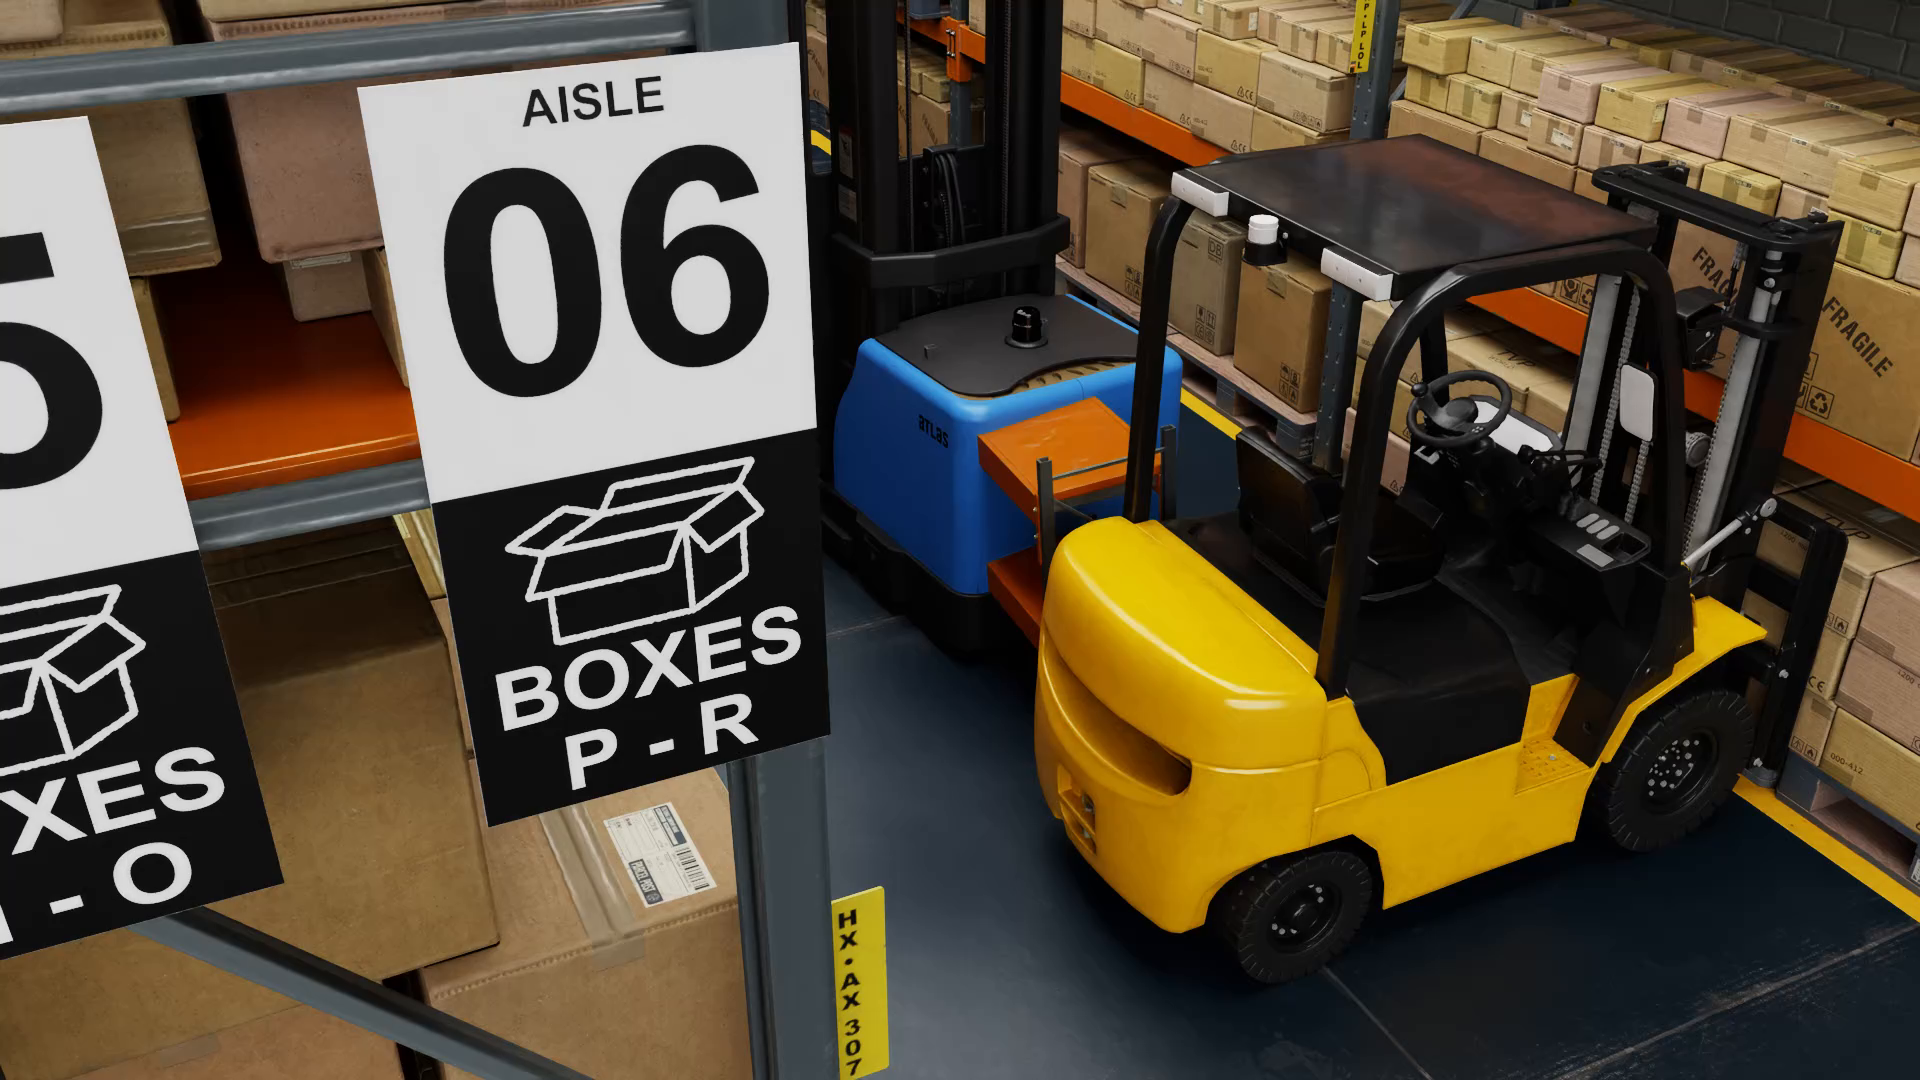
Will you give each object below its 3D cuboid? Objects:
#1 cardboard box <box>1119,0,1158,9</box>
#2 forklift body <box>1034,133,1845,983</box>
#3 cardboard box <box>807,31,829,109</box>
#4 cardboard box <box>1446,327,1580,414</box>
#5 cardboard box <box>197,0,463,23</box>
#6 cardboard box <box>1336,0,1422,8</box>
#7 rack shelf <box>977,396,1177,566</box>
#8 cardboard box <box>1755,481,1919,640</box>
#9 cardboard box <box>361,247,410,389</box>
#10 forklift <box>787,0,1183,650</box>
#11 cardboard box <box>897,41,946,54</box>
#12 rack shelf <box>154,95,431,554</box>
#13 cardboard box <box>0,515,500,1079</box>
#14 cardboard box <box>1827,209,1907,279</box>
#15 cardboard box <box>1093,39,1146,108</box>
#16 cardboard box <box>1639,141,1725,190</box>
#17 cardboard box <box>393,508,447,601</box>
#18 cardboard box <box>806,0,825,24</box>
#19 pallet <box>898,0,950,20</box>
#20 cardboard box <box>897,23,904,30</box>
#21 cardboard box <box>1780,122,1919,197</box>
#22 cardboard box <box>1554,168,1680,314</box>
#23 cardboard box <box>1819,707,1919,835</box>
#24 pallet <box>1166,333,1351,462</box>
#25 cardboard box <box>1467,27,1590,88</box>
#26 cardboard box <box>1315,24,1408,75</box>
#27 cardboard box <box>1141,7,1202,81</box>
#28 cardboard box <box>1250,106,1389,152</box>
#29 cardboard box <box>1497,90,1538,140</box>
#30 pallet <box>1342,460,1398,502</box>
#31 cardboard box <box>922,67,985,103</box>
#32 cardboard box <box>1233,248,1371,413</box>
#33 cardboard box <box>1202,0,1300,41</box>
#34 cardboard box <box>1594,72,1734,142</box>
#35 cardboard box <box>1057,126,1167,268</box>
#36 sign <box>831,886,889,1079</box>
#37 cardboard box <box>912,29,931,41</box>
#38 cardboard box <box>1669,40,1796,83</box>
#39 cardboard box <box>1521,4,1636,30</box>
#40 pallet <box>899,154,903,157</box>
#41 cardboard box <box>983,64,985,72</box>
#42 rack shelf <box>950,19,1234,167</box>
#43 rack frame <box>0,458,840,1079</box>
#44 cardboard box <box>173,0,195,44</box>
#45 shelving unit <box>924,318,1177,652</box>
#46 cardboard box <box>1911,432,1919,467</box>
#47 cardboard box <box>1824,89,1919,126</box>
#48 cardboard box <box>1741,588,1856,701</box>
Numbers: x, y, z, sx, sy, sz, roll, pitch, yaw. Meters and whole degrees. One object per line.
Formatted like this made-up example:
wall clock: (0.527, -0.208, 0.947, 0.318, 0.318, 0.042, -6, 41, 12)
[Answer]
cardboard box: (1.023, -2.806, 8.422, 0.380, 0.149, 0.250, -14, 32, -23)
forklift body: (1.385, -0.034, 5.111, 2.313, 2.155, 1.214, -13, 32, -22)
cardboard box: (-0.853, -3.628, 12.779, 0.500, 0.500, 0.500, -14, 32, -23)
cardboard box: (2.264, -0.629, 6.664, 0.500, 0.250, 0.500, -13, 32, -22)
cardboard box: (-0.603, -0.652, 1.721, 0.380, 0.149, 0.250, -13, 32, -22)
cardboard box: (1.998, -2.483, 7.846, 0.380, 0.149, 0.250, -13, 32, -22)
rack shelf: (0.311, -0.321, 6.035, 0.538, 0.278, 1.000, -15, 33, -17)
cardboard box: (2.917, 0.047, 5.458, 0.500, 0.250, 0.500, -13, 32, -21)
cardboard box: (-0.484, -0.319, 1.942, 0.380, 0.149, 0.250, -13, 32, -22)
forklift: (-0.326, -1.541, 7.001, 1.130, 2.935, 3.031, -17, 33, -27)
cardboard box: (-0.319, -3.390, 11.692, 0.380, 0.149, 0.250, -12, 31, -21)
rack shelf: (-1.494, -0.784, 3.249, 1.077, 0.370, 4.000, -13, 32, -22)
cardboard box: (-1.051, 0.305, 2.210, 0.700, 0.500, 0.500, -14, 32, -23)
cardboard box: (2.872, -0.932, 5.080, 0.380, 0.149, 0.250, -13, 32, -22)
cardboard box: (1.042, -2.492, 8.780, 0.500, 0.250, 0.500, -12, 31, -20)
cardboard box: (2.552, -1.275, 5.692, 0.380, 0.149, 0.250, -14, 32, -24)
cardboard box: (-1.033, 0.201, 3.419, 0.500, 0.500, 0.500, -14, 32, -23)
cardboard box: (-1.082, -4.195, 13.127, 0.380, 0.149, 0.250, -15, 33, -25)
pallet: (0.058, -3.684, 10.950, 1.213, 0.211, 1.003, -13, 32, -22)
cardboard box: (-0.632, -3.735, 12.307, 0.380, 0.149, 0.250, -13, 32, -22)
cardboard box: (2.839, -1.196, 5.247, 0.380, 0.149, 0.250, -13, 32, -21)
cardboard box: (2.541, -1.059, 5.970, 0.500, 0.500, 0.500, -13, 32, -22)
cardboard box: (3.154, 0.704, 5.310, 0.500, 0.250, 0.500, -13, 32, -22)
pallet: (1.778, -0.817, 8.492, 1.003, 0.211, 1.213, -13, 32, -22)
cardboard box: (2.208, -1.877, 6.460, 0.380, 0.149, 0.250, -13, 32, -21)
cardboard box: (1.782, -2.147, 7.247, 0.380, 0.149, 0.250, -12, 31, -20)
cardboard box: (1.246, -2.485, 8.257, 0.500, 0.250, 0.500, -12, 32, -21)
cardboard box: (1.677, -1.819, 7.580, 0.500, 0.250, 0.500, -12, 32, -21)
cardboard box: (2.278, -1.624, 6.313, 0.380, 0.149, 0.250, -13, 32, -22)
pallet: (2.433, -0.140, 7.284, 1.003, 0.211, 1.213, -13, 32, -22)
cardboard box: (-0.029, -3.024, 11.039, 0.380, 0.149, 0.250, -15, 32, -24)
cardboard box: (1.895, -1.092, 8.129, 0.875, 0.625, 0.625, -12, 31, -20)
cardboard box: (1.365, -2.465, 7.814, 0.380, 0.149, 0.250, -14, 32, -24)
cardboard box: (2.463, -1.518, 5.821, 0.380, 0.149, 0.250, -14, 32, -23)
cardboard box: (0.955, -2.065, 9.865, 0.875, 0.625, 0.625, -12, 31, -20)
sign: (-0.145, 0.603, 2.223, 0.100, 0.325, 0.005, -13, 32, -22)
cardboard box: (-0.134, -3.715, 12.271, 0.380, 0.149, 0.250, -13, 32, -22)
cardboard box: (2.899, -1.764, 6.260, 0.380, 0.149, 0.250, -14, 32, -23)
cardboard box: (2.539, -2.095, 6.850, 0.380, 0.149, 0.250, -13, 32, -22)
pallet: (0.126, -2.605, 11.680, 1.003, 0.211, 1.213, -13, 32, -22)
cardboard box: (0.380, -3.278, 11.492, 0.380, 0.149, 0.250, -12, 31, -20)
rack shelf: (1.271, -2.286, 8.996, 1.077, 0.370, 4.000, -13, 32, -22)
rack frame: (-0.635, 1.094, 2.232, 1.000, 3.000, 0.127, -13, 32, -22)
cardboard box: (-1.062, -1.004, 2.756, 0.500, 0.250, 0.500, -12, 31, -21)
shelving unit: (0.331, -0.071, 6.185, 0.538, 1.125, 1.048, -15, 33, -17)
cardboard box: (3.184, -0.387, 4.770, 0.500, 0.500, 0.500, -12, 31, -20)
cardboard box: (3.140, -1.404, 5.618, 0.380, 0.149, 0.250, -12, 31, -21)
cardboard box: (2.909, 0.252, 5.605, 0.500, 0.250, 0.500, -14, 32, -23)
